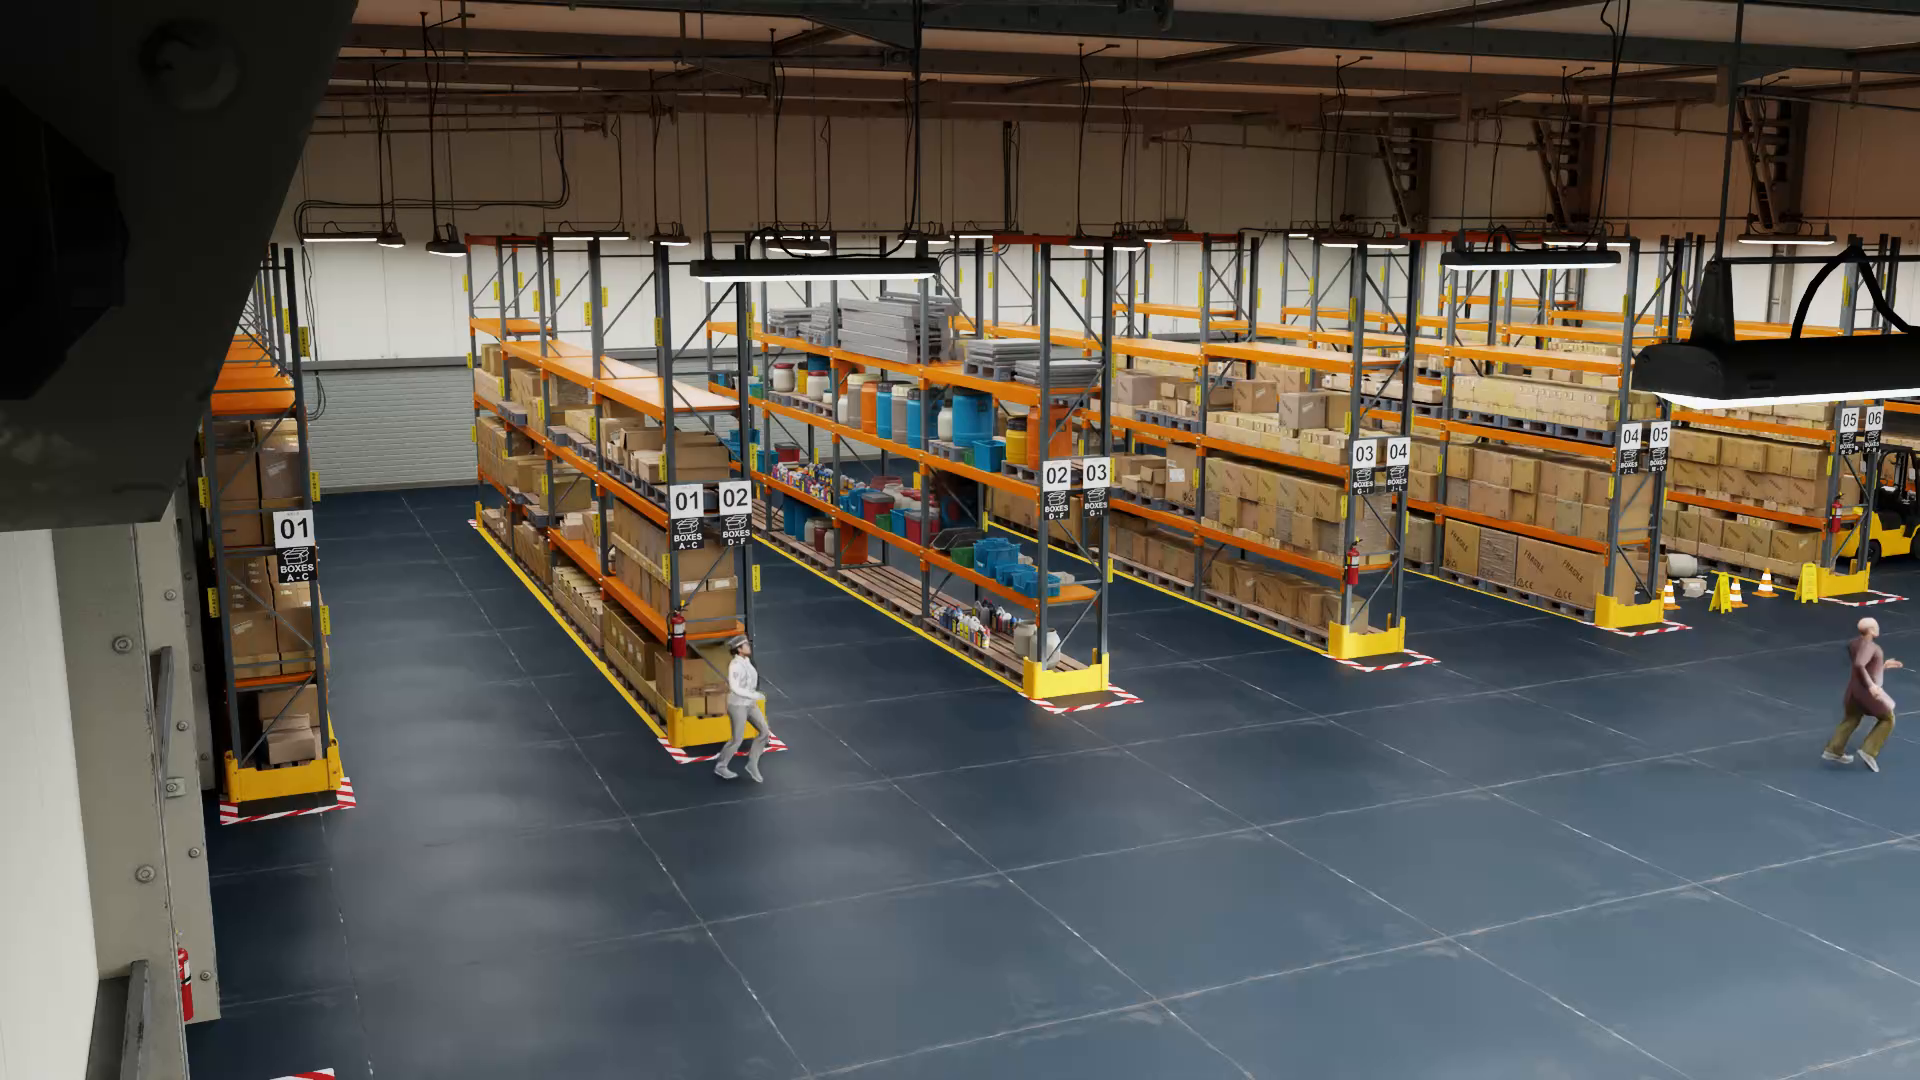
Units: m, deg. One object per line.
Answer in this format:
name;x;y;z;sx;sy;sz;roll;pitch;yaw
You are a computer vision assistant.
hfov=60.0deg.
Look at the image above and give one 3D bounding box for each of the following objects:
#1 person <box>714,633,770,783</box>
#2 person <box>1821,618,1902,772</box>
person;-2.475;1.896;18.952;0.615;1.696;0.633;3;11;17
person;10.480;1.793;19.257;0.798;1.823;0.671;0;11;-1
